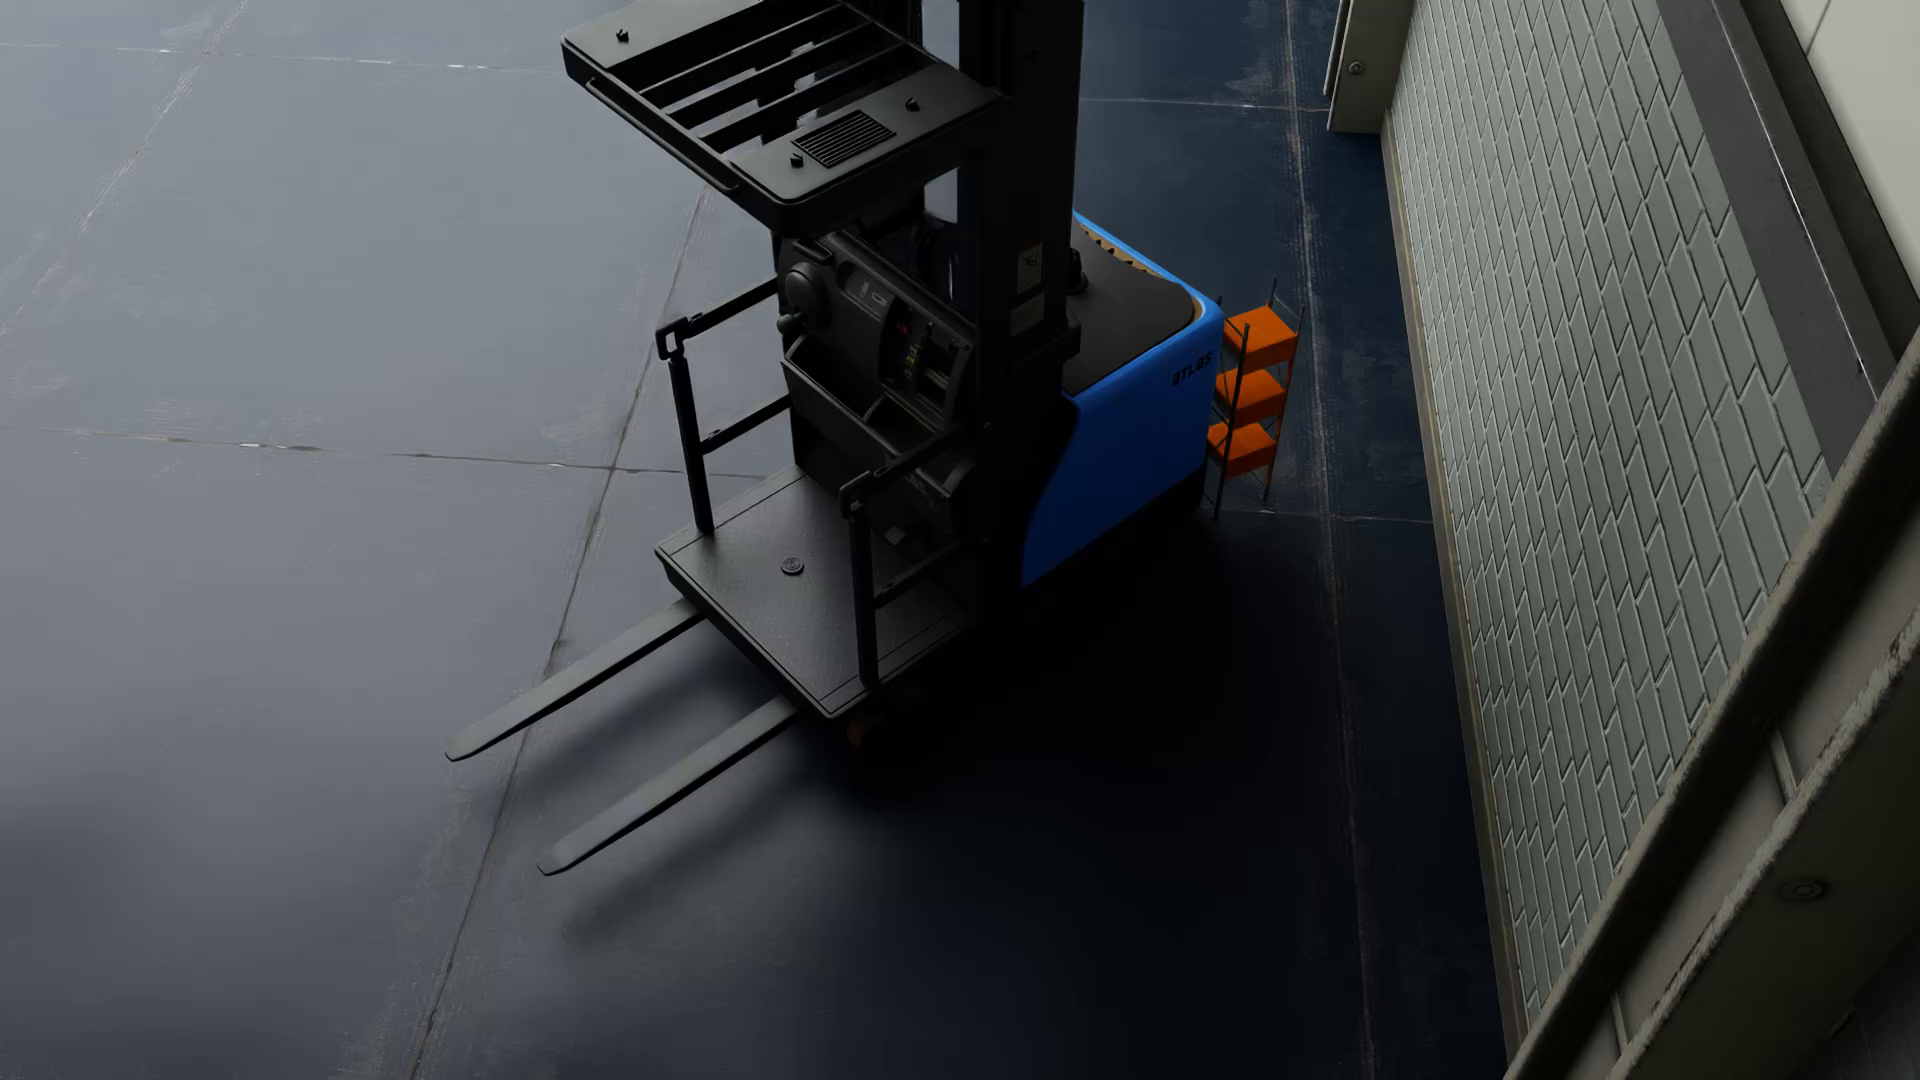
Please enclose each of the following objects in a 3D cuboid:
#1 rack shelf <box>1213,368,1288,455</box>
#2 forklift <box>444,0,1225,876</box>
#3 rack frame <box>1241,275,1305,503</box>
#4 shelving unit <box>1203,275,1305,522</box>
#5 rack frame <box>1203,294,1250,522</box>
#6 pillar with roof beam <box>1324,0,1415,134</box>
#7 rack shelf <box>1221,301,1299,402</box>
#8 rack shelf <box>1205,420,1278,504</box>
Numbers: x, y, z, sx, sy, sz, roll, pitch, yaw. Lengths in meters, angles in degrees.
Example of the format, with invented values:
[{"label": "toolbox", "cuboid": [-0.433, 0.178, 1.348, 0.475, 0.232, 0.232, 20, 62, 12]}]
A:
[{"label": "rack shelf", "cuboid": [1.118, -0.529, 6.562, 0.240, 0.259, 0.215, -21, 51, -18]}, {"label": "forklift", "cuboid": [-0.447, -0.657, 5.390, 3.031, 2.935, 1.130, -33, 56, -27]}, {"label": "rack frame", "cuboid": [1.227, -0.577, 6.592, 0.008, 1.050, 0.200, -21, 51, -18]}, {"label": "shelving unit", "cuboid": [1.118, -0.536, 6.554, 0.252, 1.050, 0.215, -21, 51, -18]}, {"label": "rack frame", "cuboid": [1.010, -0.495, 6.517, 0.008, 1.050, 0.200, -21, 51, -18]}, {"label": "pillar with roof beam", "cuboid": [-2.182, -5.611, 5.810, 9.100, 9.000, 0.400, 4, 48, 4]}, {"label": "rack shelf", "cuboid": [1.118, -0.720, 6.353, 0.240, 0.259, 0.215, -21, 51, -18]}, {"label": "rack shelf", "cuboid": [1.118, -0.341, 6.767, 0.240, 0.259, 0.215, -21, 51, -18]}]
